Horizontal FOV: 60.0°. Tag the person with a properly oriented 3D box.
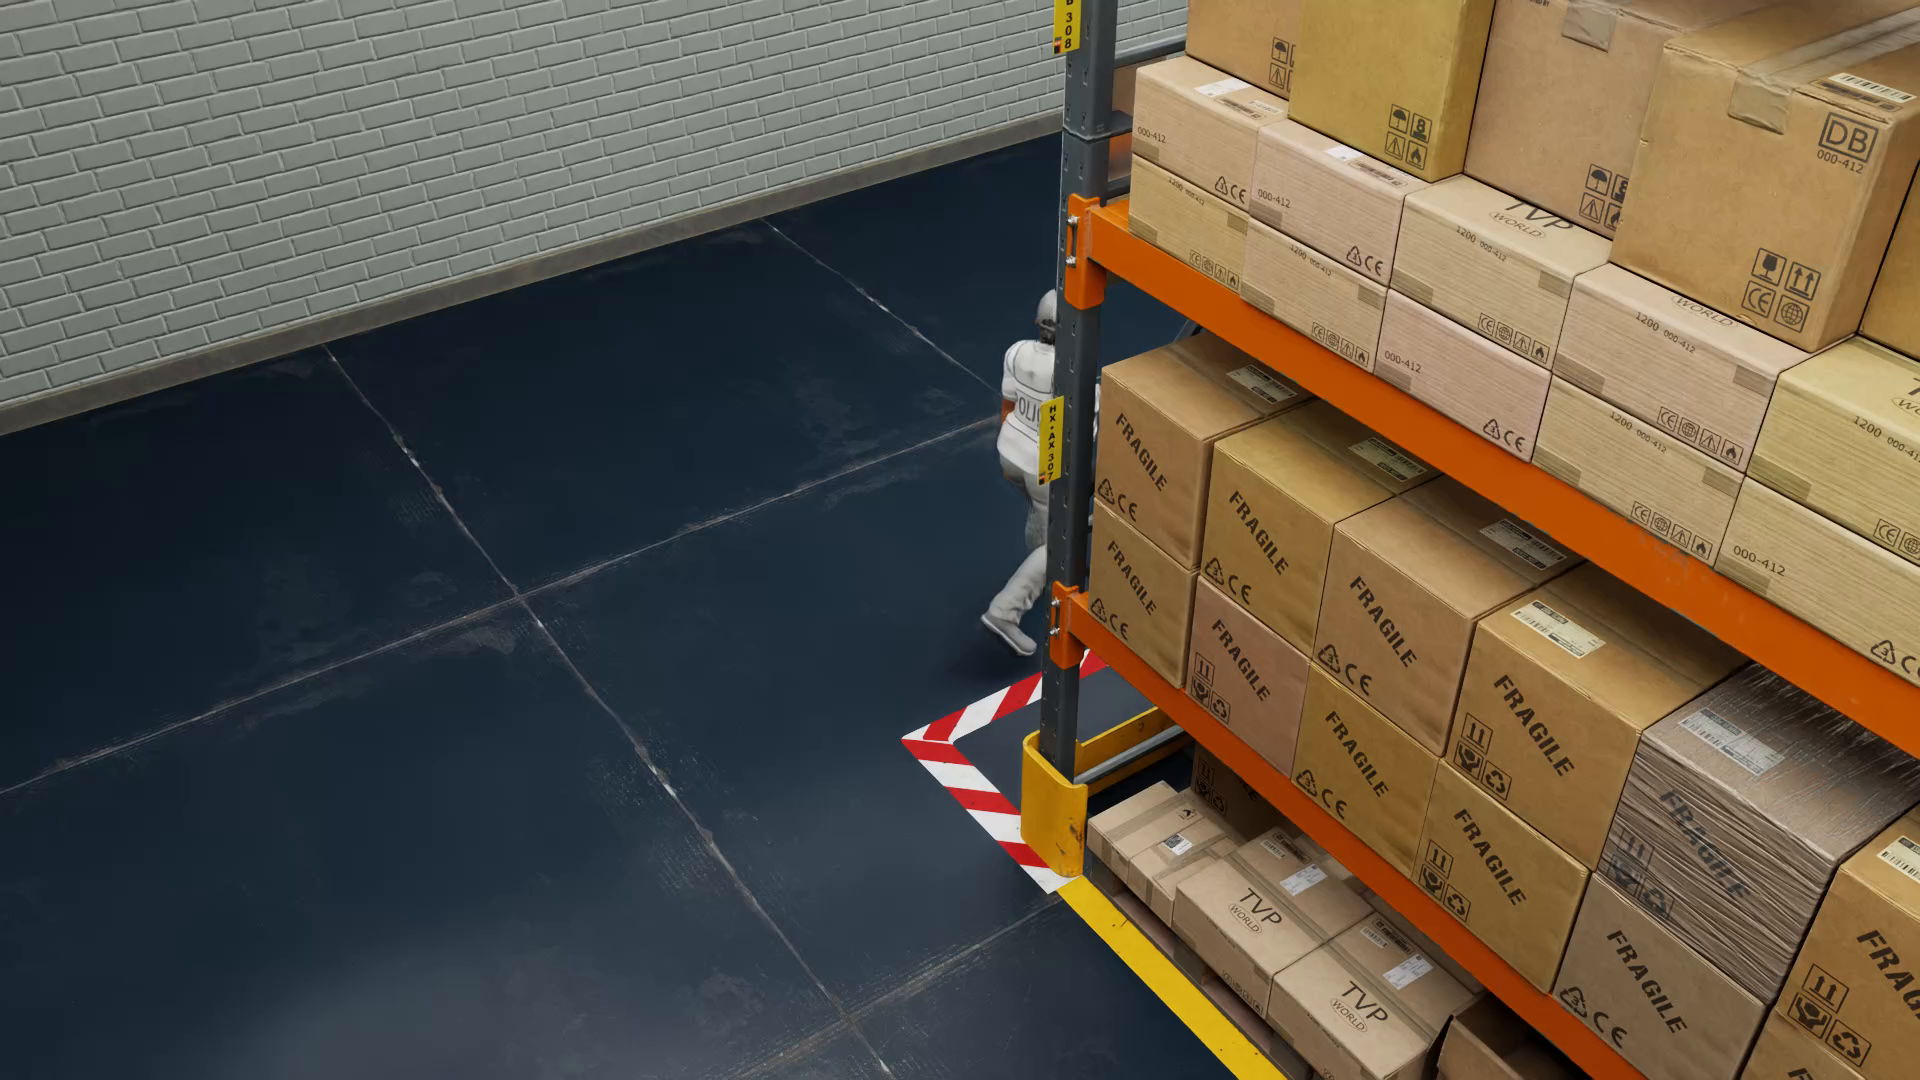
[{"bbox_3d":[0.361,-0.319,7.414,0.839,1.642,0.545,-26,44,-31],"label":"person"}]
